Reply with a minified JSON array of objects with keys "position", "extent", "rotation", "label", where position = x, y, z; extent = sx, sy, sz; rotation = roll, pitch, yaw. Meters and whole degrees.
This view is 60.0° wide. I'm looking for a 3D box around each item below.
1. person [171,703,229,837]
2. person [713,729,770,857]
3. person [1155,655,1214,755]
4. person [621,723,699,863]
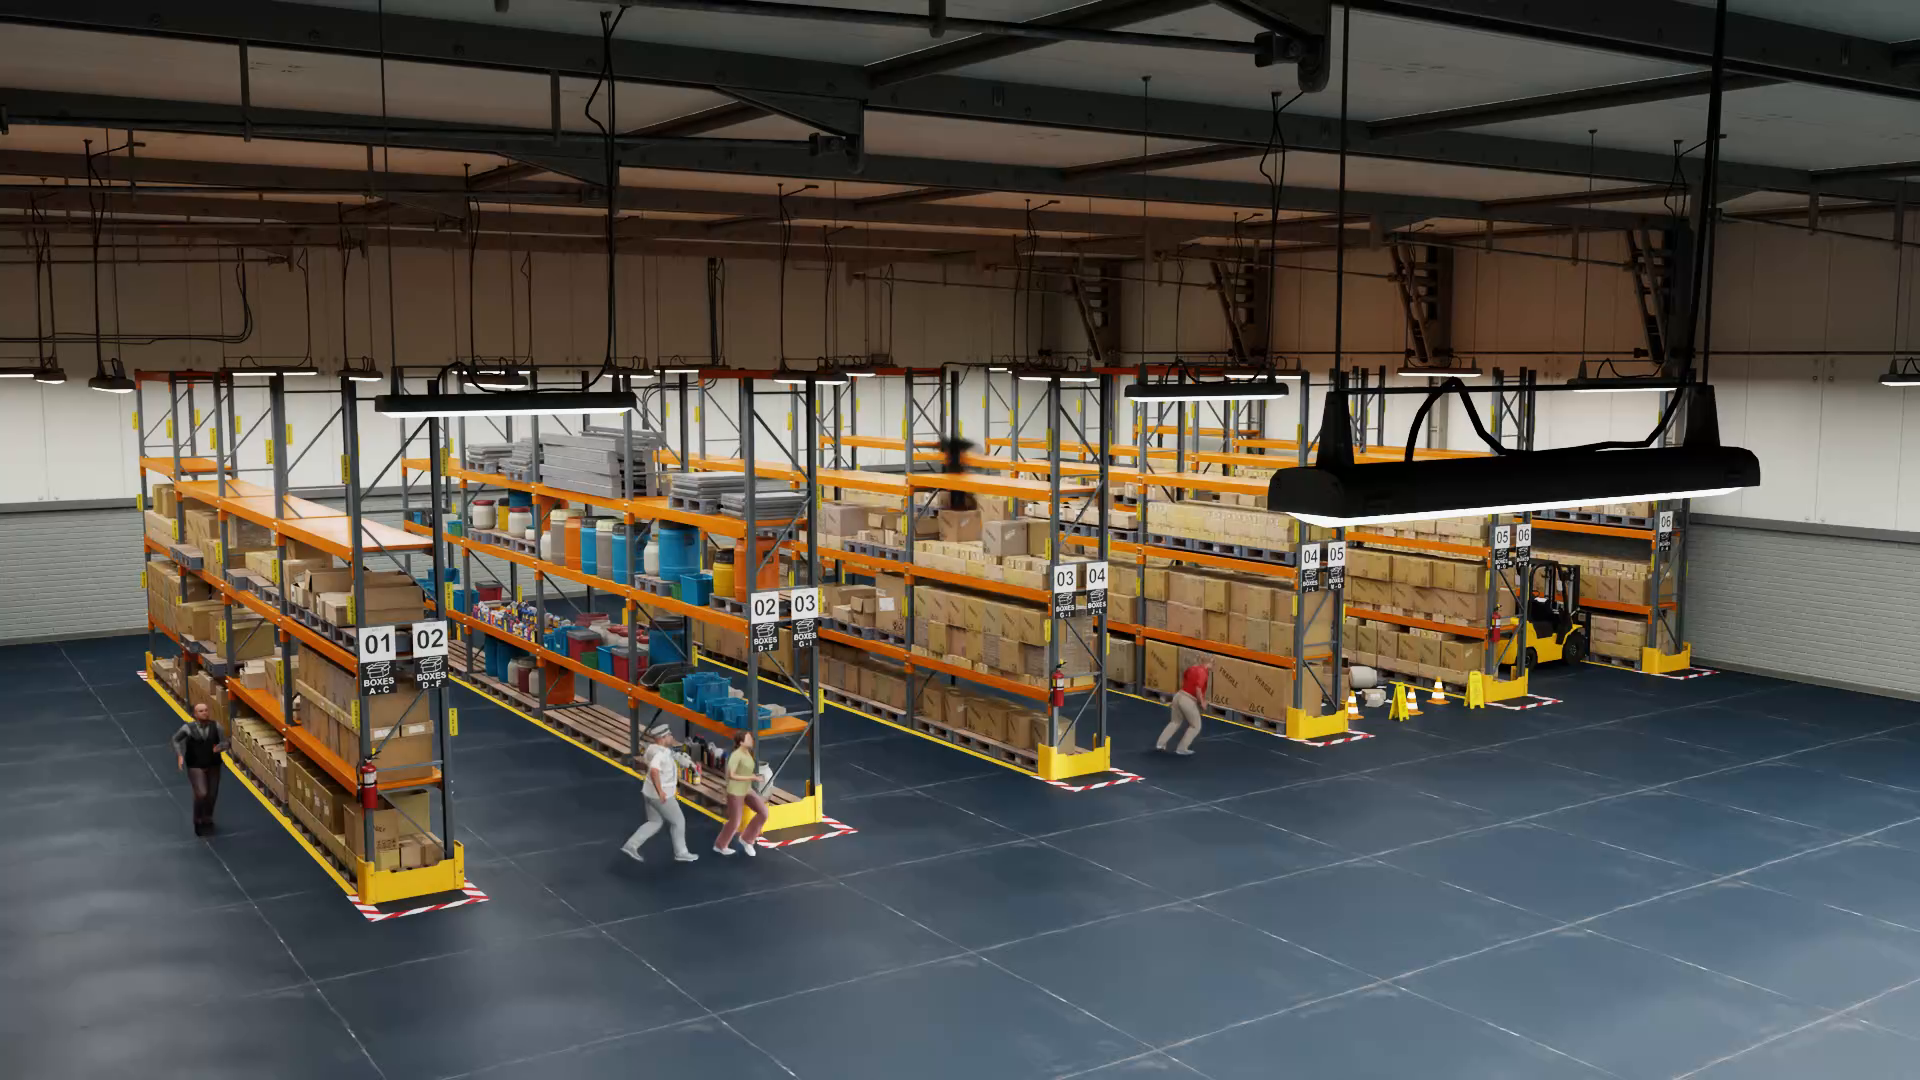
[{"position":[-9.949,3.018,21.868],"extent":[0.647,1.748,0.724],"rotation":[-5,8,-40],"label":"person"},{"position":[-2.760,3.169,20.837],"extent":[0.739,1.632,0.581],"rotation":[3,7,23],"label":"person"},{"position":[3.554,2.602,26.211],"extent":[0.859,1.595,0.707],"rotation":[-3,7,-23],"label":"person"},{"position":[-3.696,3.138,20.485],"extent":[0.965,1.758,0.712],"rotation":[-4,8,-31],"label":"person"}]
